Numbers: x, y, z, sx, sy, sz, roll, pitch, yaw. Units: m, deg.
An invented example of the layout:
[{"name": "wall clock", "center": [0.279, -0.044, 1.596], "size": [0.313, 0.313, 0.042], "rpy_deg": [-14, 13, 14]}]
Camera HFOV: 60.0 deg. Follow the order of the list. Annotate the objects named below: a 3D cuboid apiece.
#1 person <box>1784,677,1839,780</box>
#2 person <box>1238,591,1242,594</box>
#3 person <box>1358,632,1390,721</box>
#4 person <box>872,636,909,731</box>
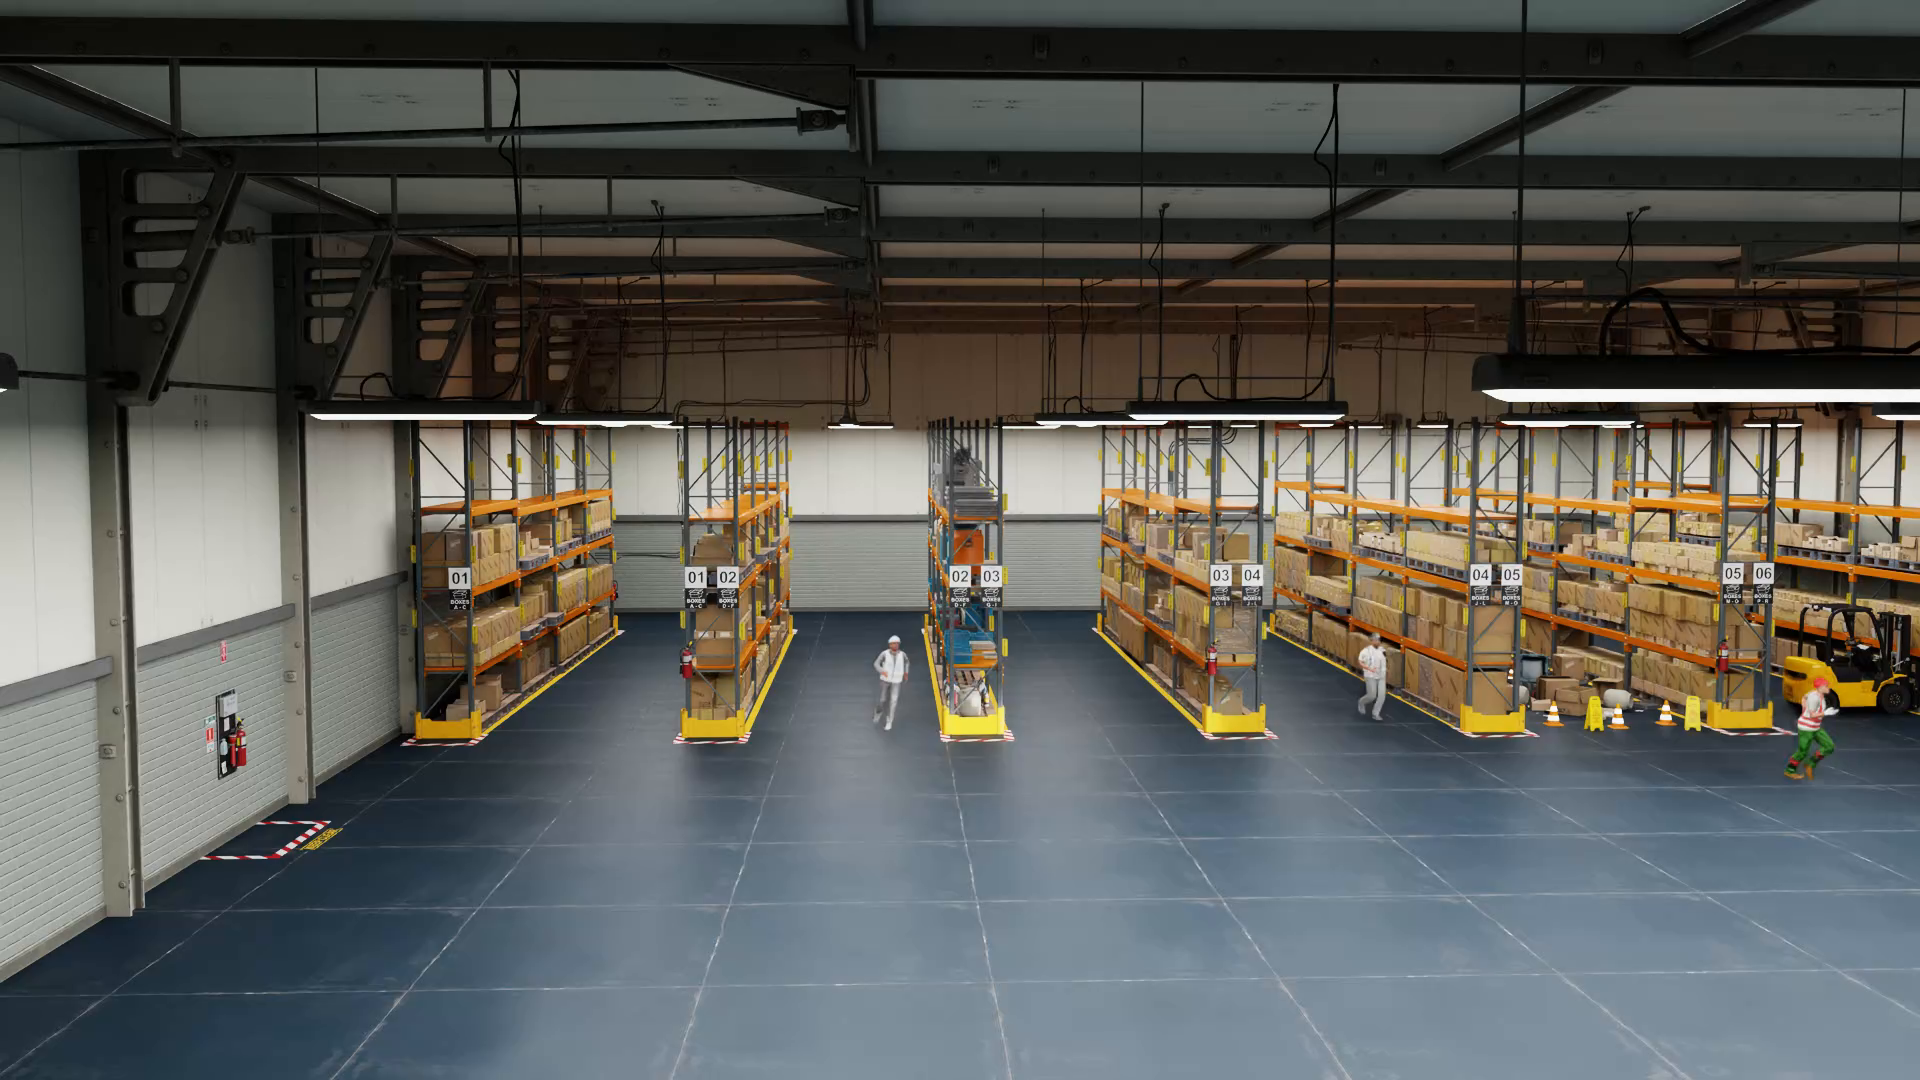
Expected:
[{"name": "person", "center": [13.847, 3.065, 27.013], "size": [0.628, 1.716, 0.828], "rpy_deg": [-3, 5, -42]}, {"name": "person", "center": [7.850, 1.939, 45.719], "size": [0.555, 1.644, 0.662], "rpy_deg": [0, 4, 1]}, {"name": "person", "center": [8.229, 2.693, 33.063], "size": [0.664, 1.742, 0.678], "rpy_deg": [-1, 4, -20]}, {"name": "person", "center": [-1.325, 2.747, 32.196], "size": [0.727, 1.790, 0.845], "rpy_deg": [0, 4, -7]}]
